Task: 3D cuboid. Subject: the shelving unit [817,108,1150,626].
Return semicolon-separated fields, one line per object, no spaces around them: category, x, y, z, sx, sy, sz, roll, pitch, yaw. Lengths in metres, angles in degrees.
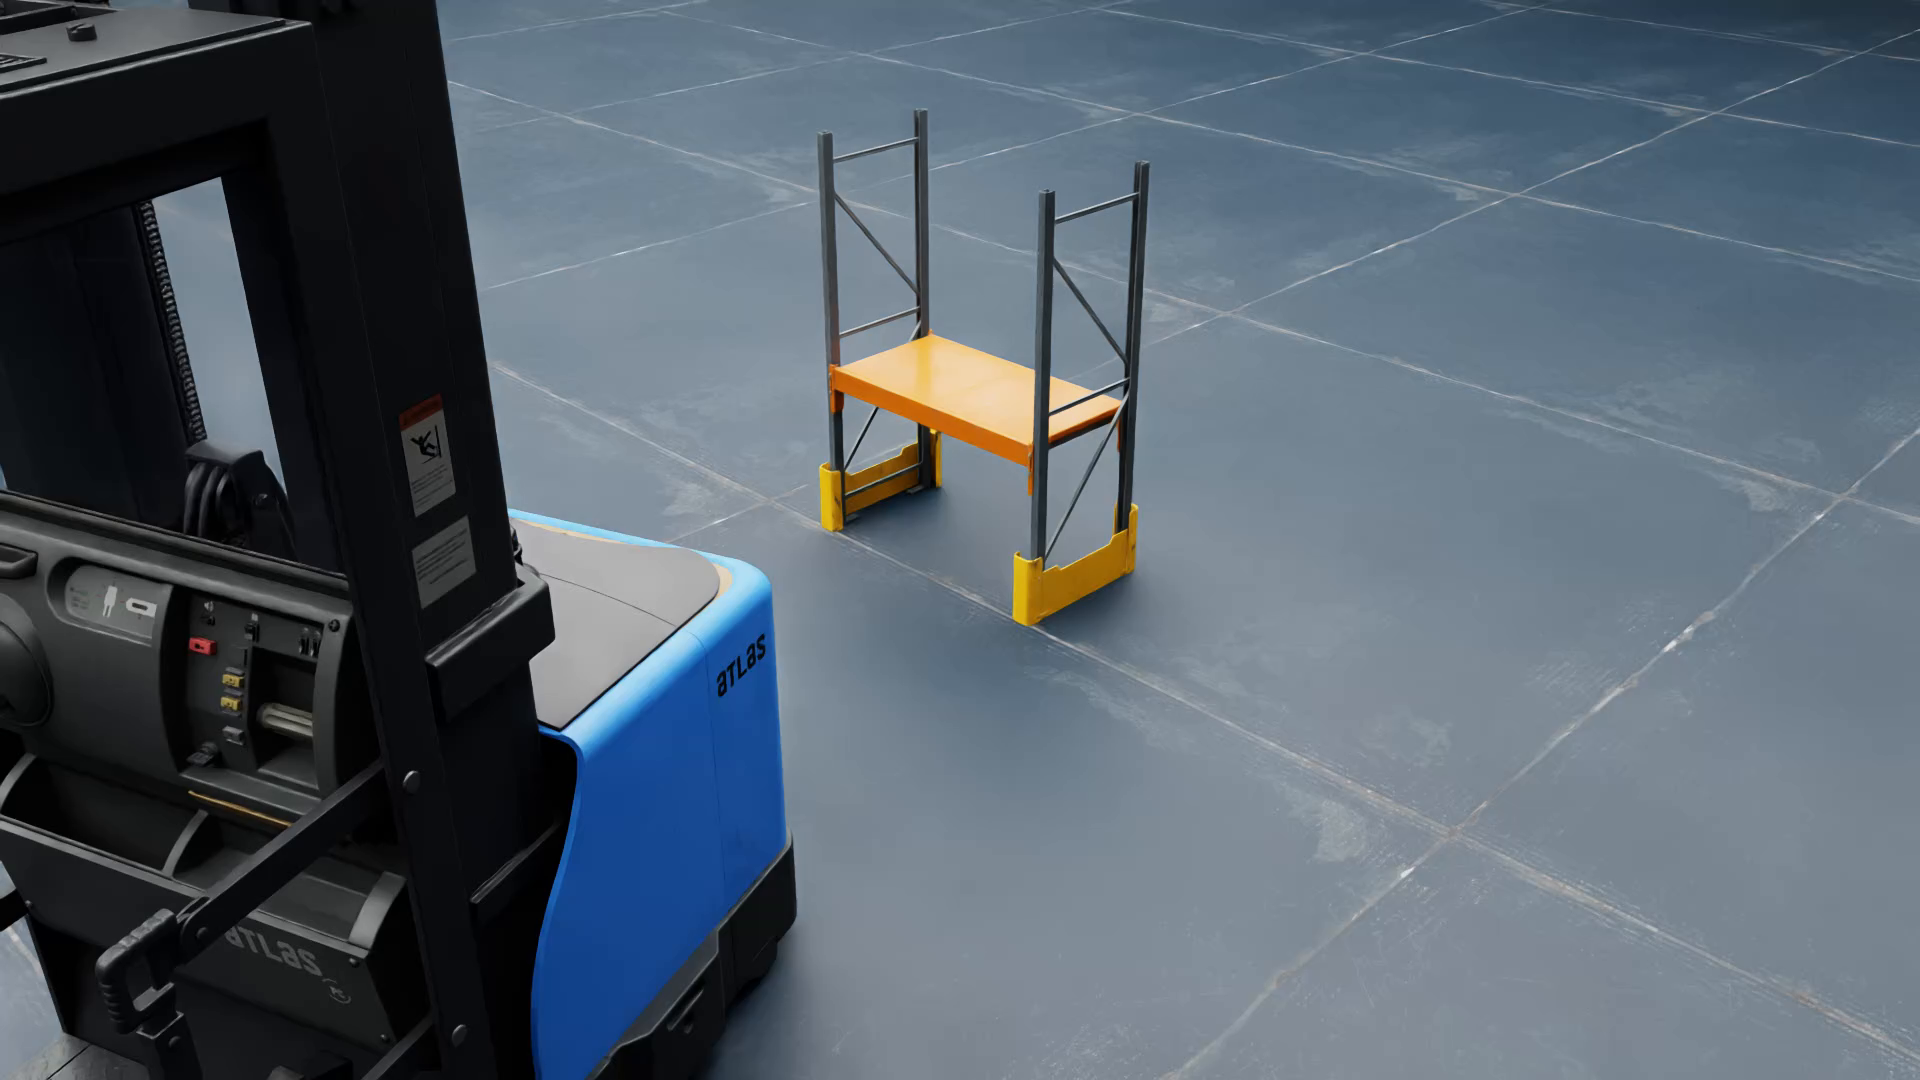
shelving unit;0.054;-0.639;5.854;1.083;1.500;0.587;25;36;38

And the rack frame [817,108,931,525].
rack frame;-0.302;-0.802;6.163;0.032;1.500;0.500;25;36;38

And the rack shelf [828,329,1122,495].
rack shelf;0.061;-0.477;5.932;1.000;0.185;0.538;25;36;38

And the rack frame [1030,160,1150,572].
rack frame;0.423;-0.470;5.533;0.032;1.500;0.500;25;36;38

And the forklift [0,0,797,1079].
forklift;-1.481;0.245;2.634;1.130;2.935;3.031;12;30;21

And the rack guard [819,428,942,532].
rack guard;-0.301;-0.248;6.454;0.087;0.250;0.587;25;36;38

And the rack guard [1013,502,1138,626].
rack guard;0.409;0.077;5.835;0.087;0.250;0.587;25;36;38
